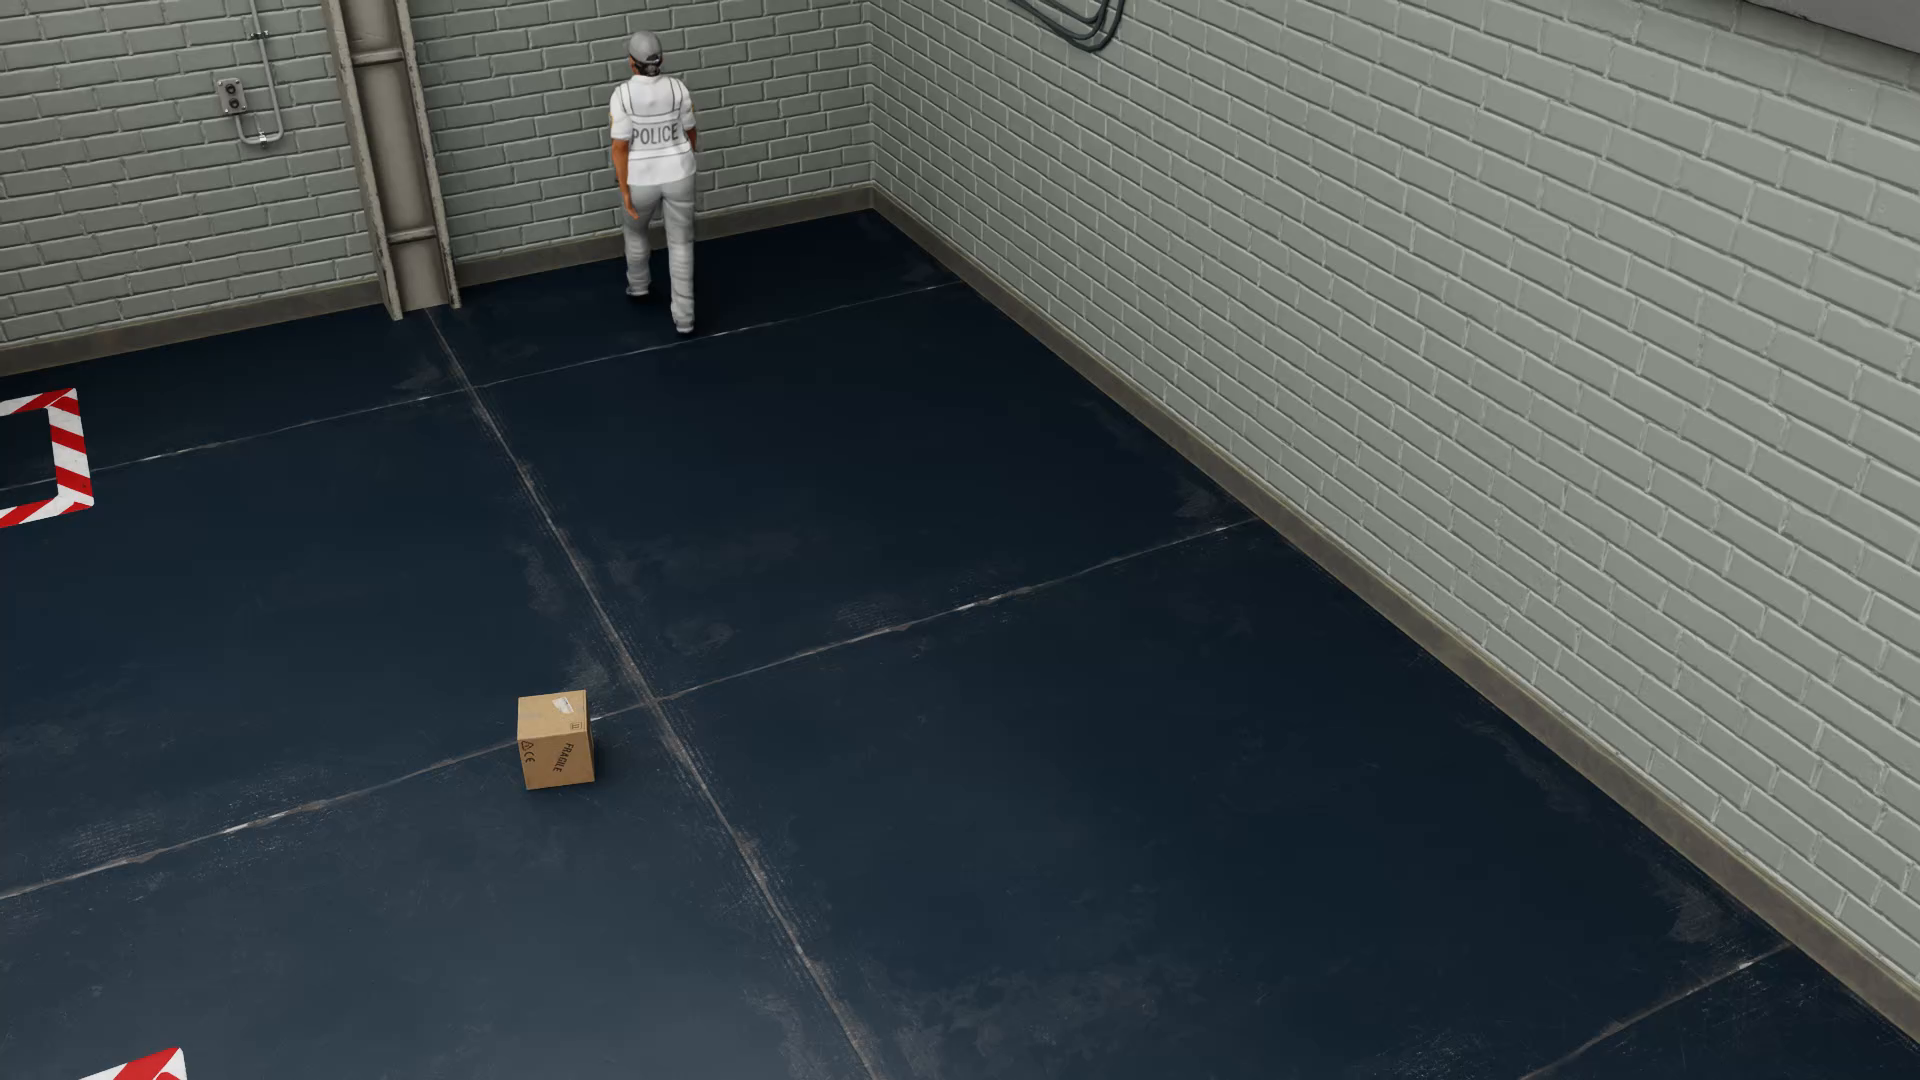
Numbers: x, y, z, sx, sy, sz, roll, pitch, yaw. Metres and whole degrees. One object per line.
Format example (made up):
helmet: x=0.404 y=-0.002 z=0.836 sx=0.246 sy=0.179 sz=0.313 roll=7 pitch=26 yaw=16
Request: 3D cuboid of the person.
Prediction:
person: x=-1.682 y=-2.015 z=9.215 sx=0.478 sy=1.666 sz=0.817 roll=-8 pitch=34 yaw=-13
